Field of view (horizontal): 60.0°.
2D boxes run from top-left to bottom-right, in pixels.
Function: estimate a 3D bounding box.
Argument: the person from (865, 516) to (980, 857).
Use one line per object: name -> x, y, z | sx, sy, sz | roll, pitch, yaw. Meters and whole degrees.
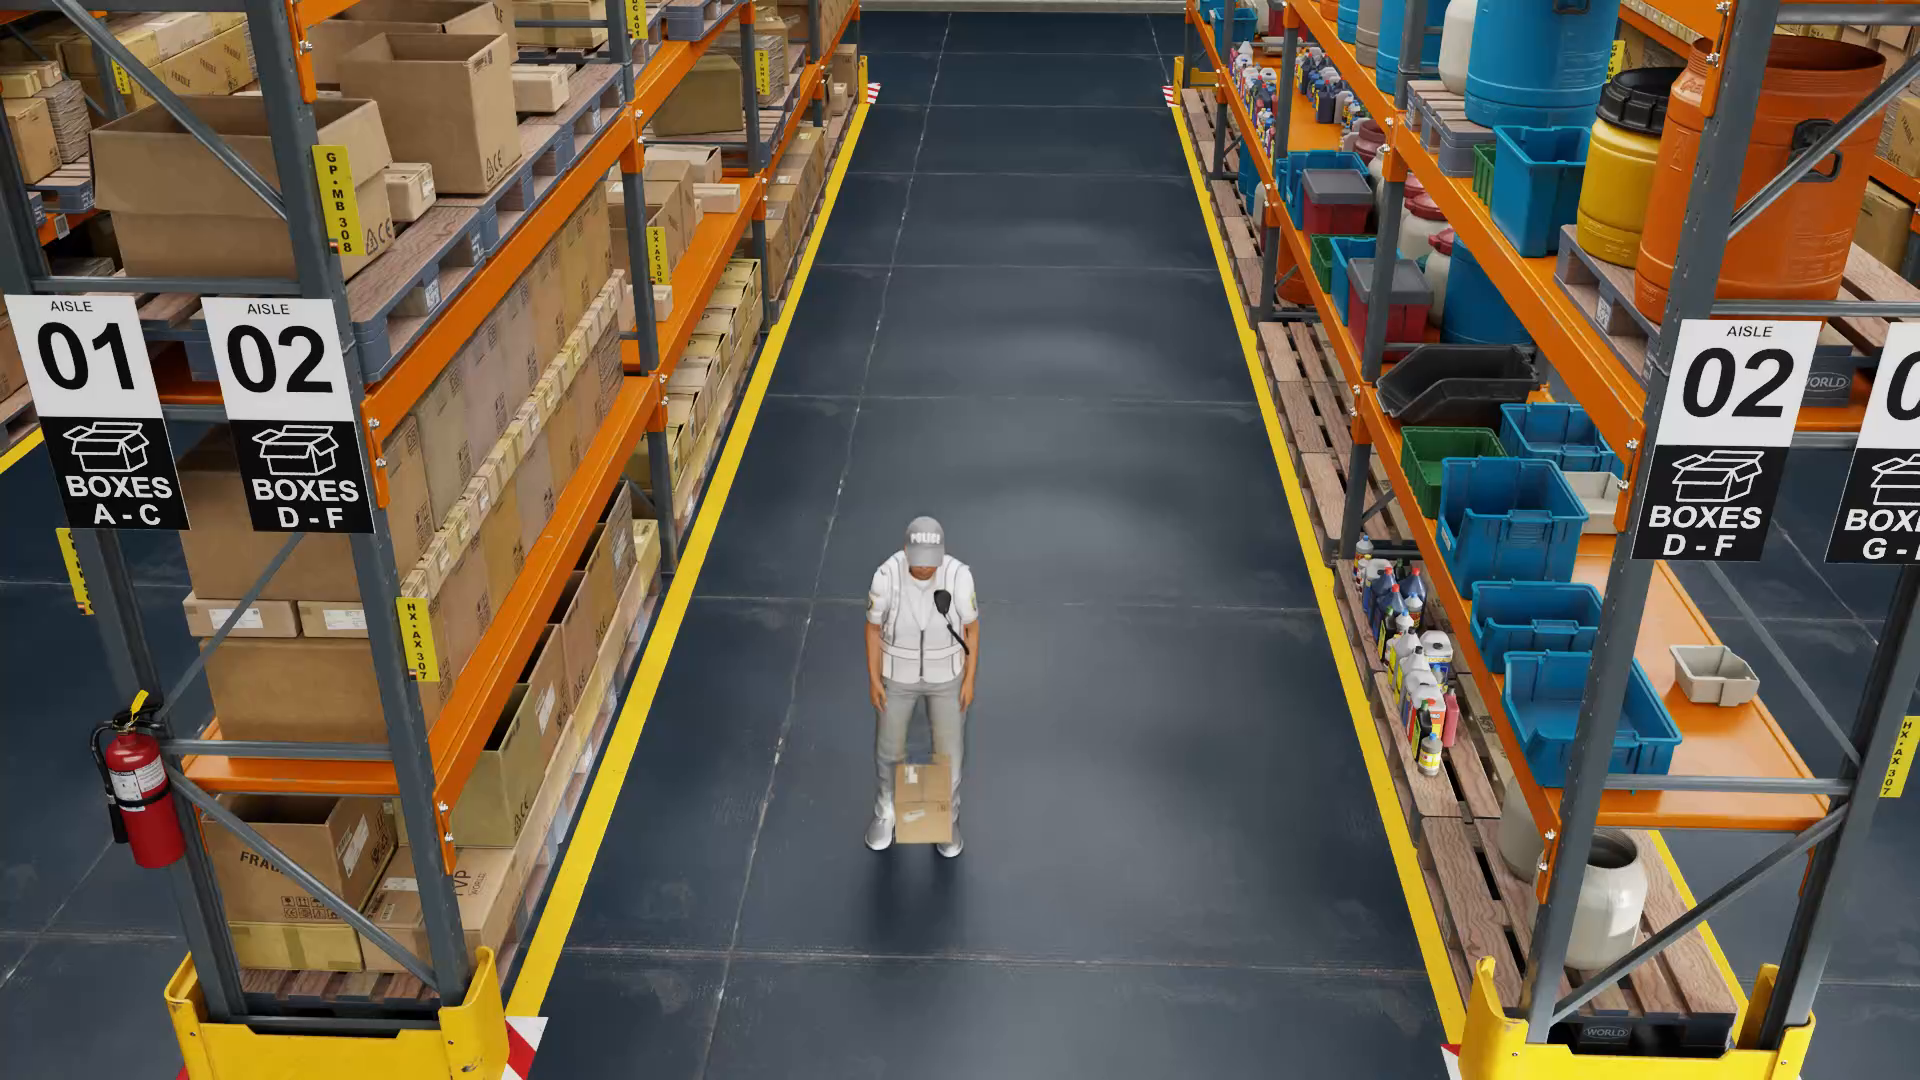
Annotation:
person -> -0.177, 0.624, 7.446 | 0.532, 1.668, 0.452 | 0, 28, 0
